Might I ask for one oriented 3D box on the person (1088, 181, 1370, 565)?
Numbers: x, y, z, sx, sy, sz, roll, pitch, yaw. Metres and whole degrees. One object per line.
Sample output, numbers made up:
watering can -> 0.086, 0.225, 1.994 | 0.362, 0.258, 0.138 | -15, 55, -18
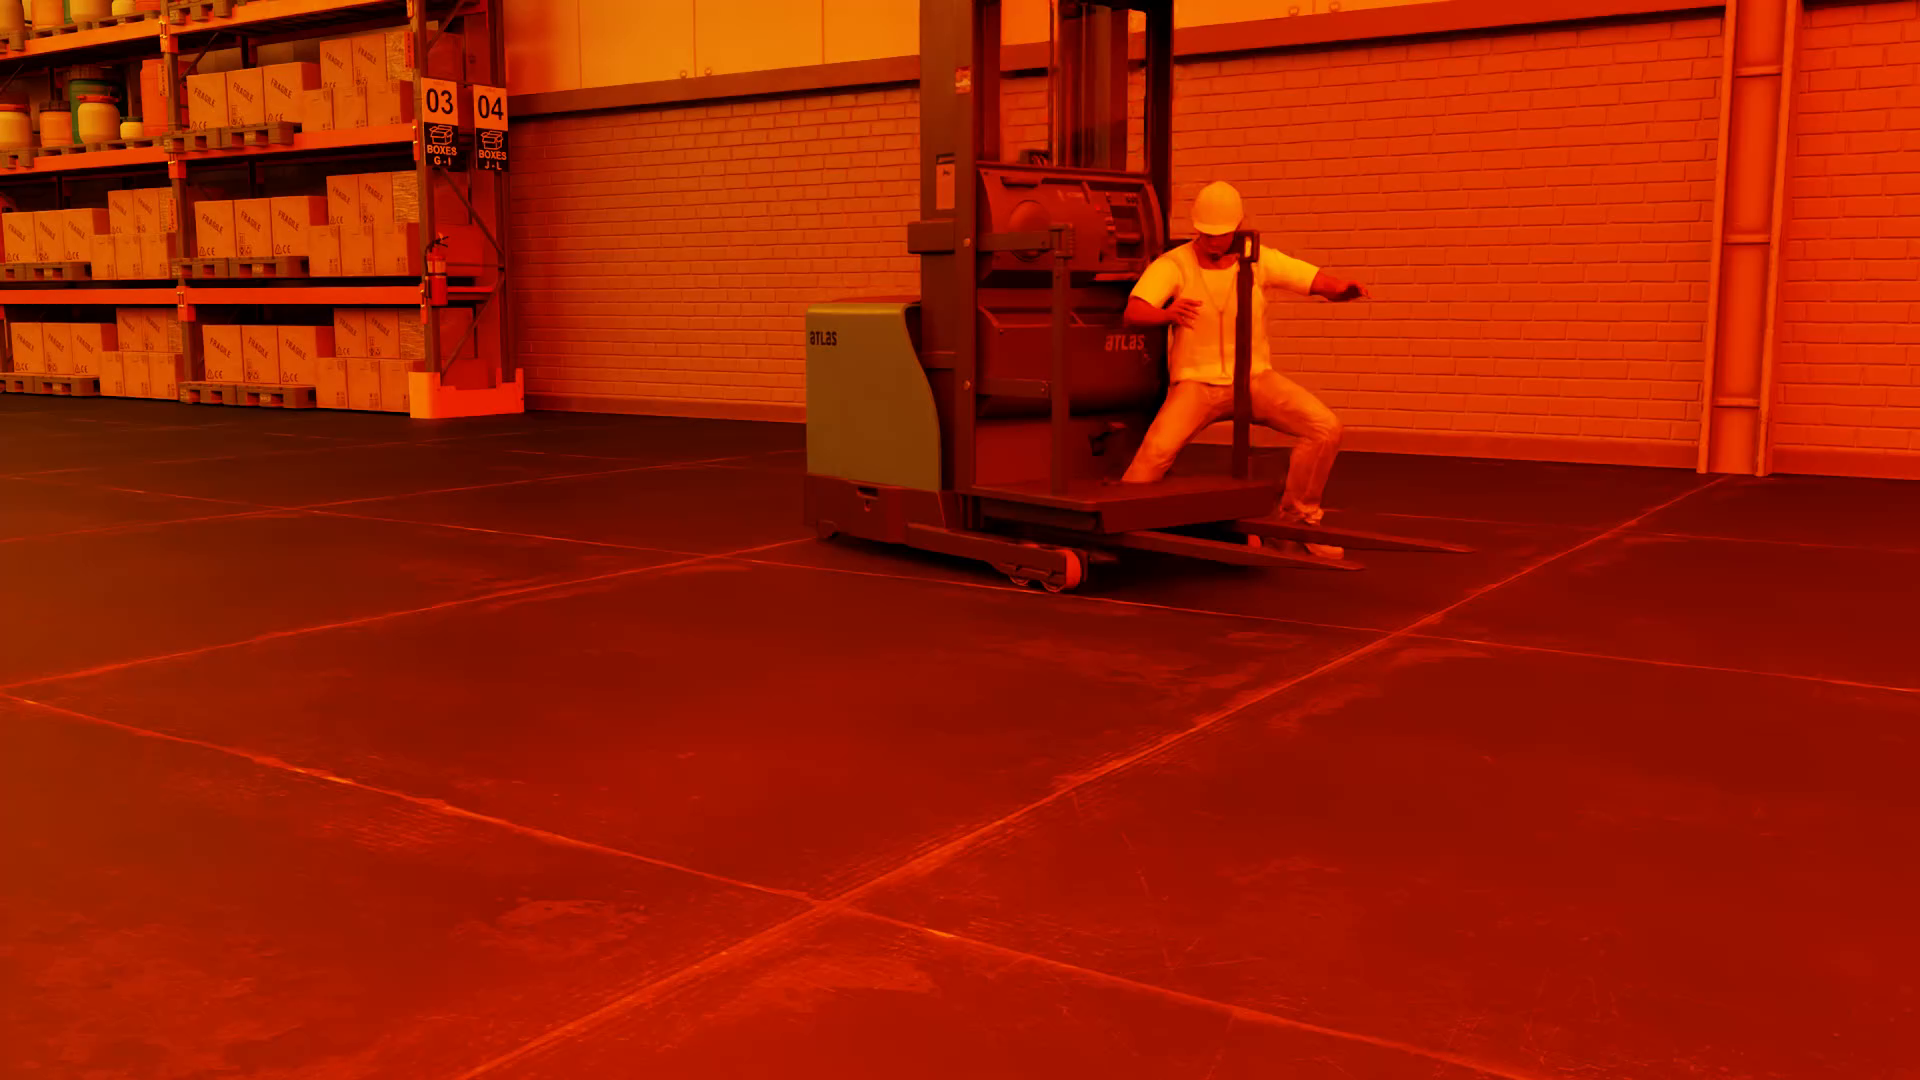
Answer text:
person -> 1.057, -0.669, 6.724 | 1.076, 1.545, 0.737 | 0, 8, 3

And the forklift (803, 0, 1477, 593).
forklift -> 0.595, -1.332, 6.561 | 1.130, 2.935, 3.031 | -6, 10, -38
